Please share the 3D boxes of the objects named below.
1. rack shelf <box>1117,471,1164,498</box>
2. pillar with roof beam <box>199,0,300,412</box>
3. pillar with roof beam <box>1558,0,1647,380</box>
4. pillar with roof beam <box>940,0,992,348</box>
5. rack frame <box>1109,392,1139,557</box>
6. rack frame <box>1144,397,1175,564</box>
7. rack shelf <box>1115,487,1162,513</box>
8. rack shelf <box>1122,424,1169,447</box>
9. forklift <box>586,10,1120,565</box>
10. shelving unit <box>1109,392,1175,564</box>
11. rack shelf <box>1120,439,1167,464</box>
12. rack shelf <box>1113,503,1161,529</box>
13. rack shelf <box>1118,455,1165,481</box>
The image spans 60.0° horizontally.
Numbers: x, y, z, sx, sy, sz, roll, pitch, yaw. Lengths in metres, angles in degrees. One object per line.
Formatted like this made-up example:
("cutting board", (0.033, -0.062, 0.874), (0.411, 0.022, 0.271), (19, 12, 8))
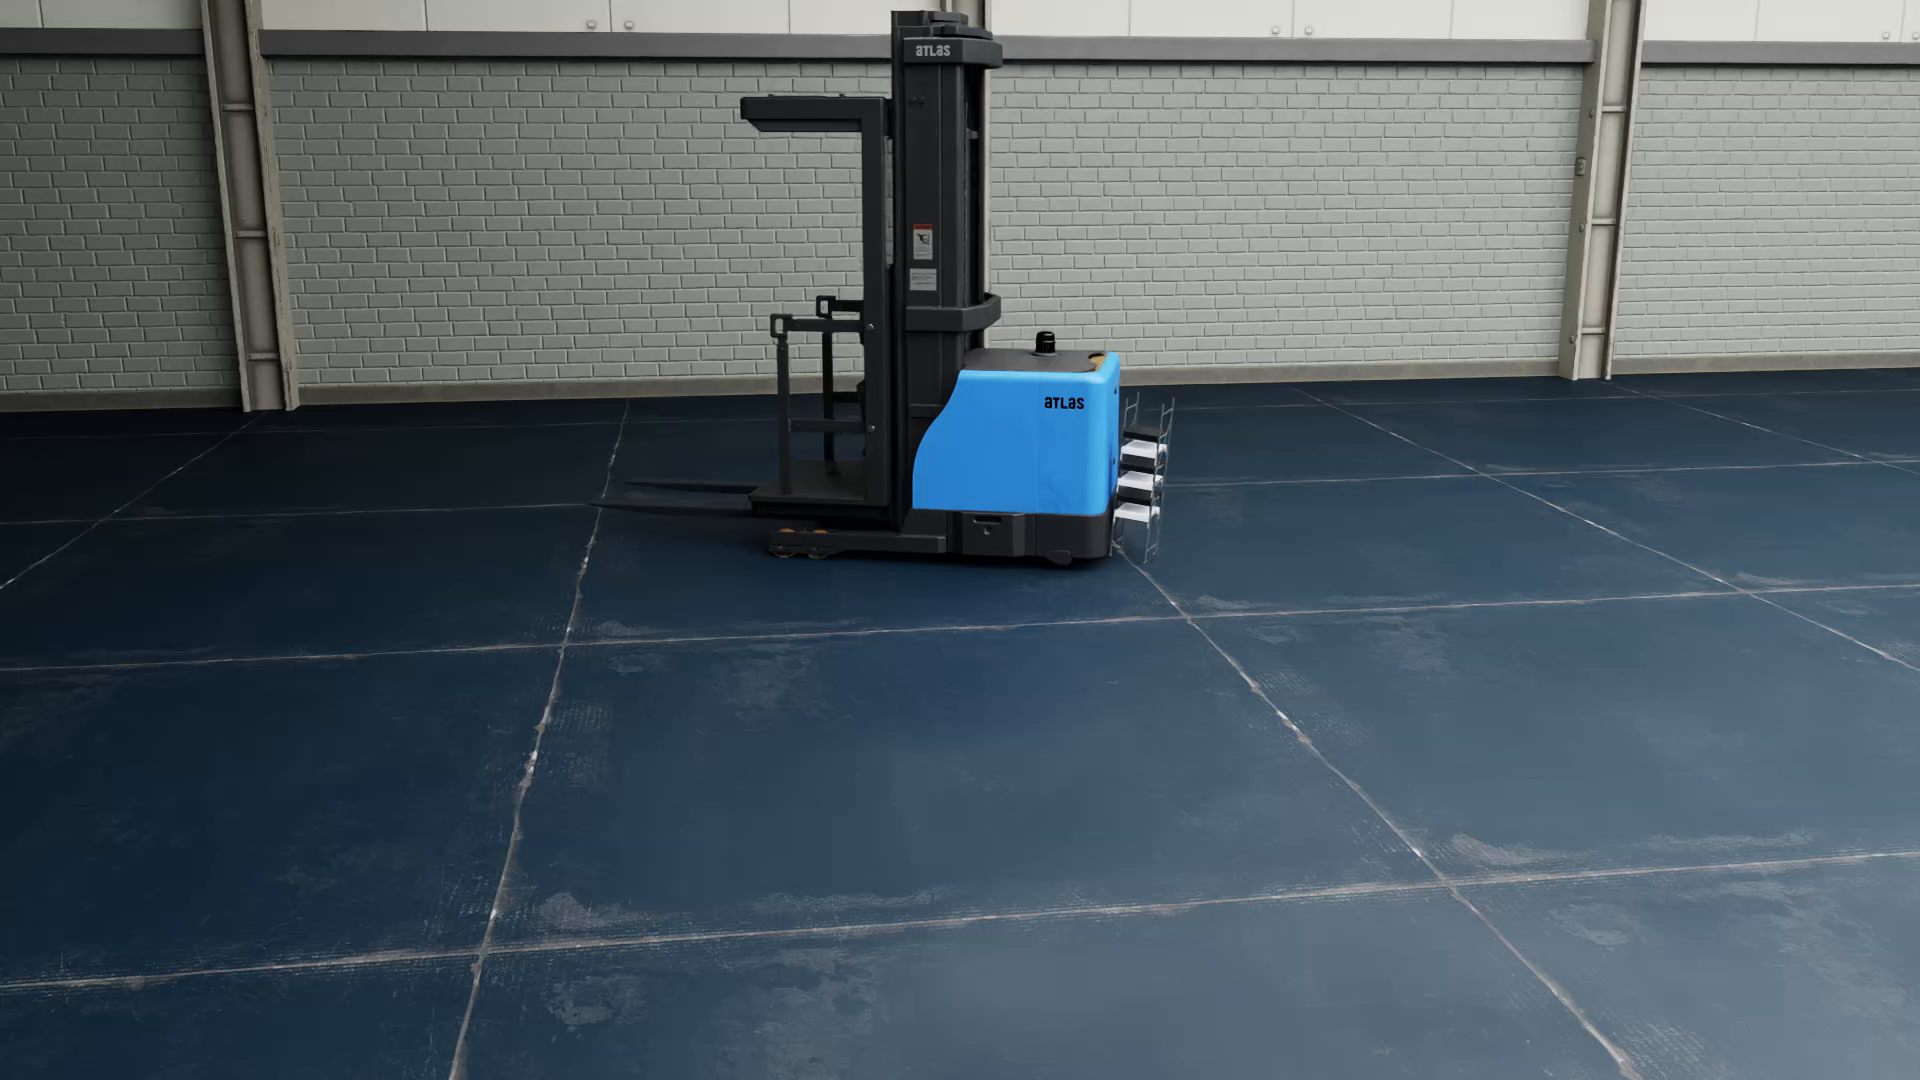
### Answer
("rack shelf", (1.004, -0.314, 9.228), (0.200, 0.077, 0.258), (11, 17, 20))
("pillar with roof beam", (-5.243, -4.458, 8.997), (0.400, 9.000, 9.100), (-2, 14, -8))
("pillar with roof beam", (6.623, -4.892, 10.731), (0.400, 9.000, 9.100), (-2, 14, -8))
("pillar with roof beam", (0.690, -4.675, 9.864), (0.400, 9.000, 9.100), (-2, 14, -8))
("rack frame", (0.913, -0.364, 9.254), (0.006, 0.900, 0.240), (11, 17, 20))
("rack frame", (1.101, -0.328, 9.184), (0.006, 0.900, 0.240), (11, 17, 20))
("rack shelf", (0.997, -0.228, 9.253), (0.200, 0.077, 0.258), (11, 17, 20))
("rack shelf", (1.026, -0.573, 9.154), (0.200, 0.077, 0.258), (11, 17, 20))
("forklift", (-0.622, -1.435, 9.418), (3.031, 2.935, 1.130), (2, 14, 9))
("shelving unit", (1.007, -0.346, 9.219), (0.210, 0.900, 0.258), (11, 17, 20))
("rack shelf", (1.019, -0.487, 9.179), (0.200, 0.077, 0.258), (11, 17, 20))
("rack shelf", (0.990, -0.141, 9.278), (0.200, 0.077, 0.258), (11, 17, 20))
("rack shelf", (1.012, -0.400, 9.204), (0.200, 0.077, 0.258), (11, 17, 20))
